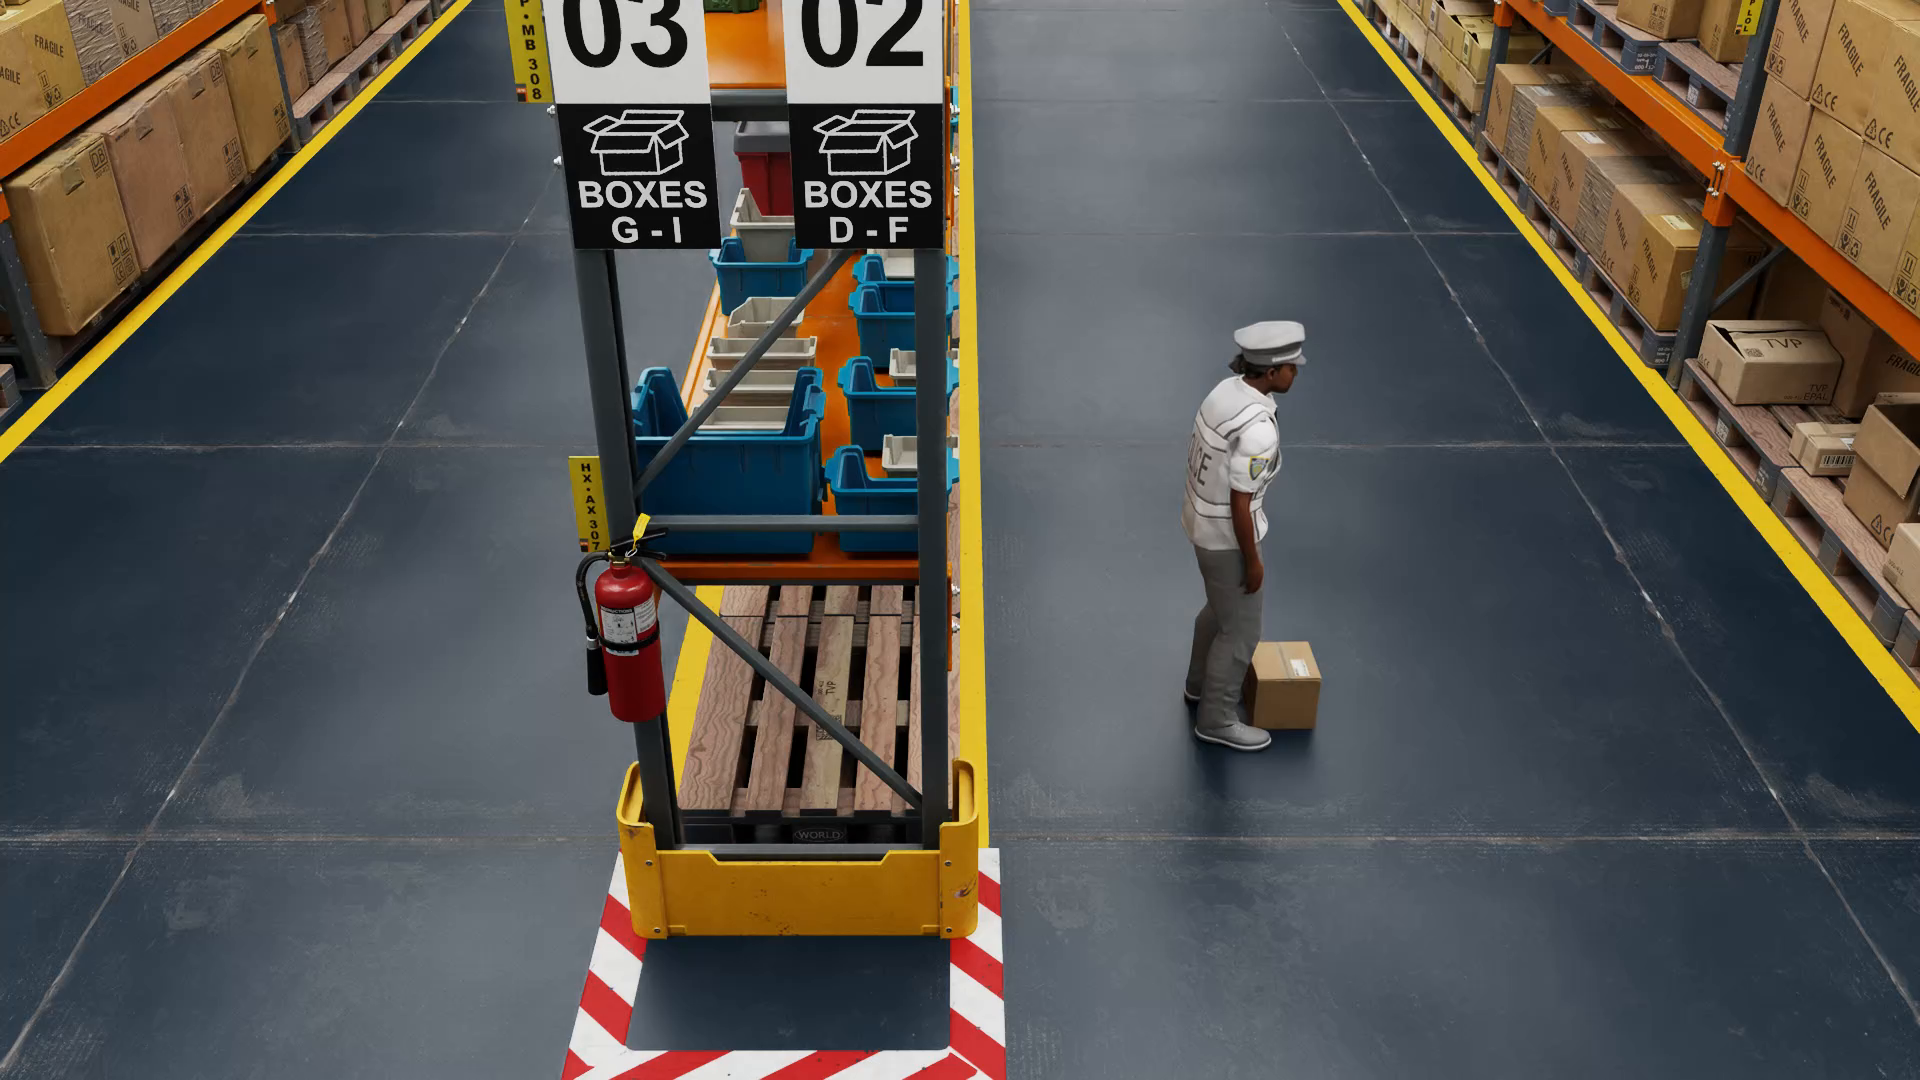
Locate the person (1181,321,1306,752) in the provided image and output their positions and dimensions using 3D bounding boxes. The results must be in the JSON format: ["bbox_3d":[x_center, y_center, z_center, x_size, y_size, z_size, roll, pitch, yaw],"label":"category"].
[{"bbox_3d":[1.033,-0.017,6.222,0.395,1.658,0.525,-2,31,-3],"label":"person"}]
